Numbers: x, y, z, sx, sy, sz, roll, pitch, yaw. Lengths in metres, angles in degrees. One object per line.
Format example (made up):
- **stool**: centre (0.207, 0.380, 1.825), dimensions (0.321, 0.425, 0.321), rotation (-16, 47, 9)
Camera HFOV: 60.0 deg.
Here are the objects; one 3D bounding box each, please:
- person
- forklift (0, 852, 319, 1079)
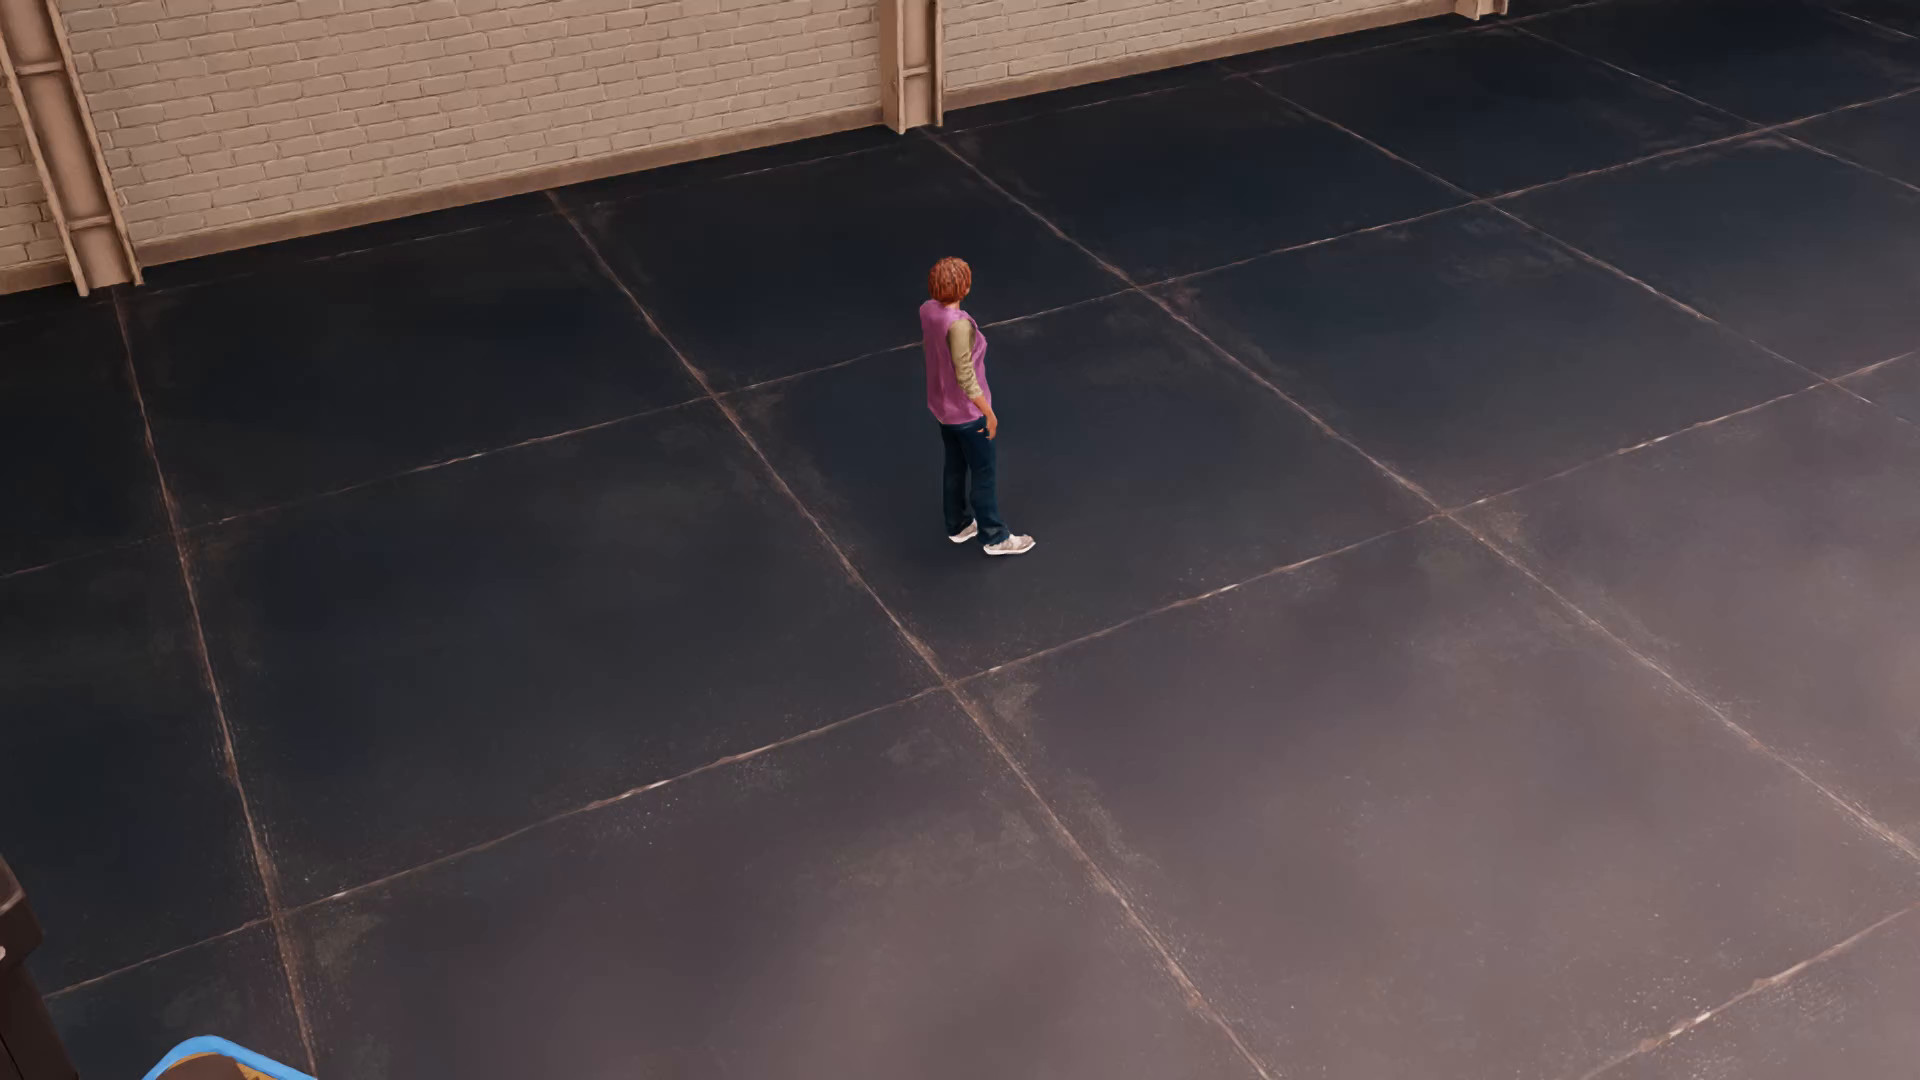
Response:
- **person**: centre (0.072, -0.671, 8.216), dimensions (0.474, 1.597, 0.520), rotation (-17, 39, -23)
- **forklift**: centre (-2.376, 1.981, 3.320), dimensions (1.130, 2.935, 3.031), rotation (14, 38, 19)
